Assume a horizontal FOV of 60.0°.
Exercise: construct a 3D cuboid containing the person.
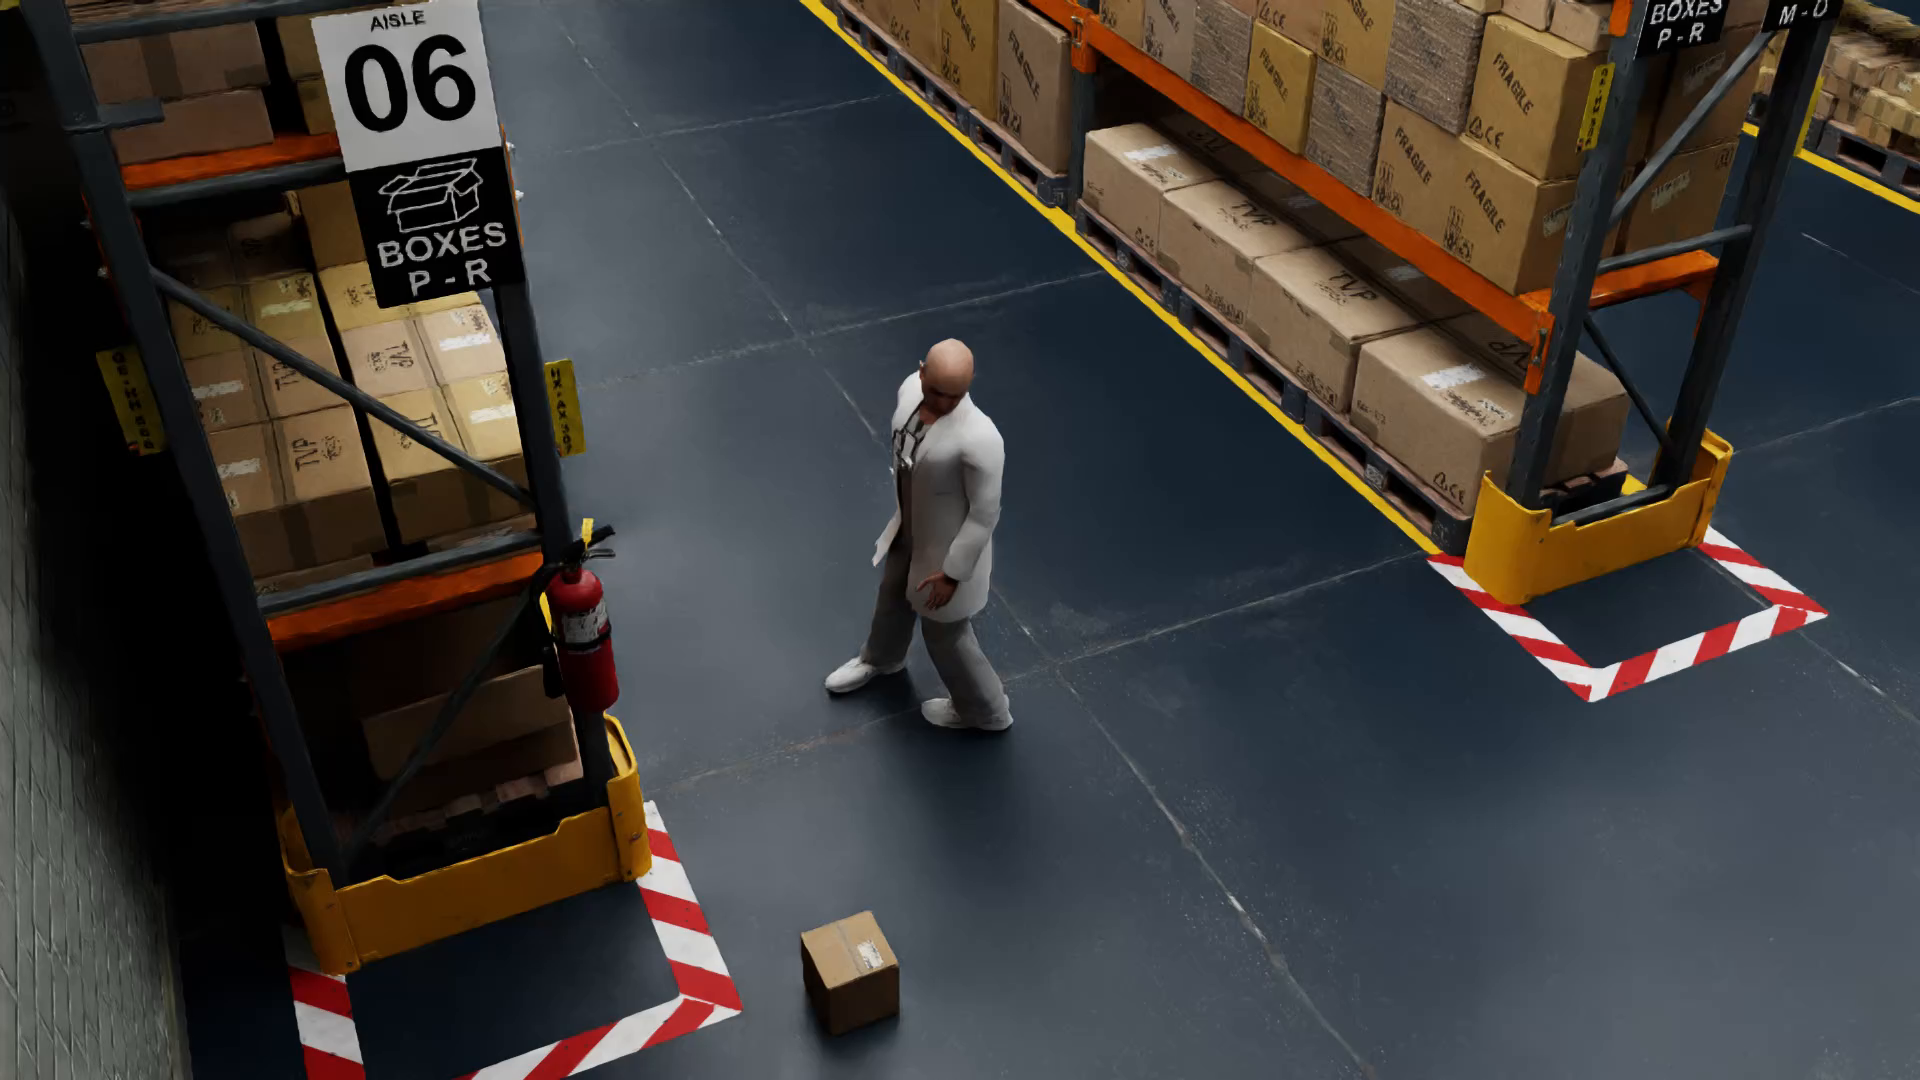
[{"bbox_3d":[-0.164,-0.002,6.193,0.619,1.774,0.682,-15,39,-19],"label":"person"}]
